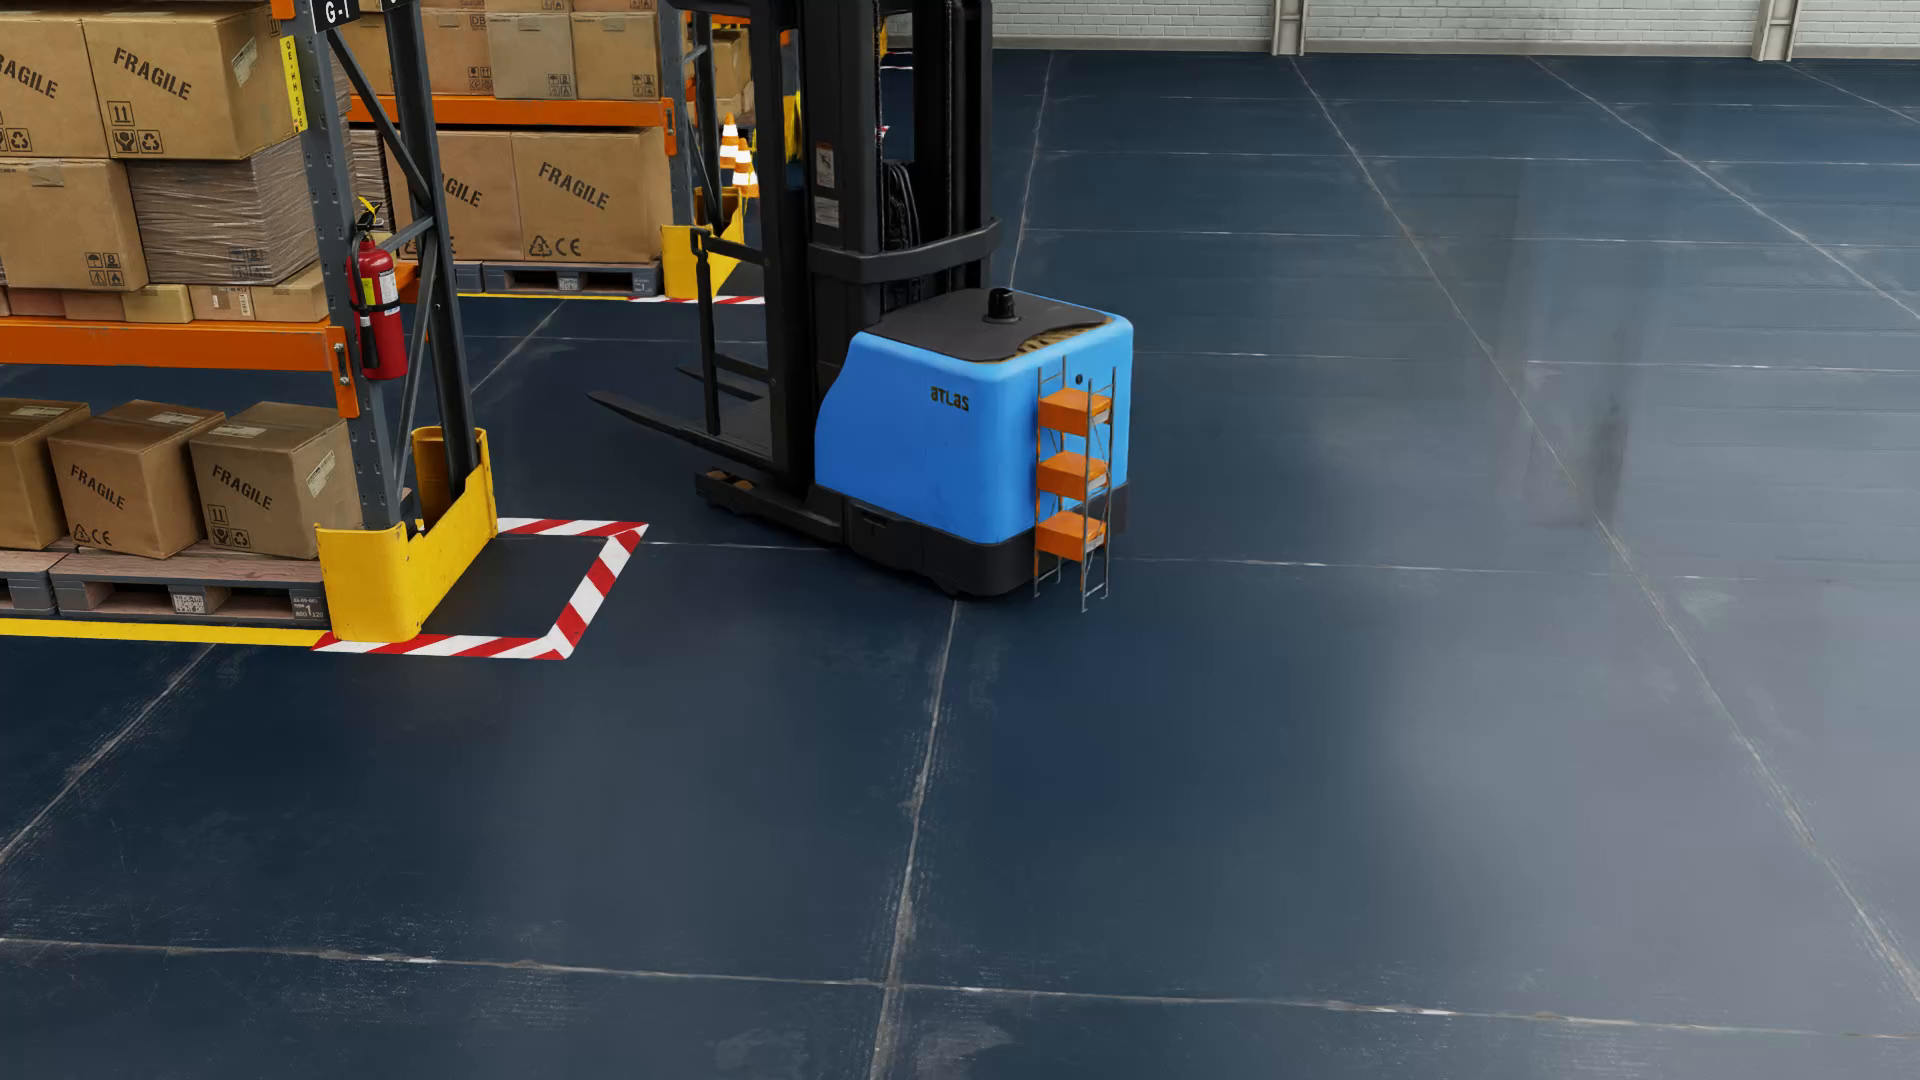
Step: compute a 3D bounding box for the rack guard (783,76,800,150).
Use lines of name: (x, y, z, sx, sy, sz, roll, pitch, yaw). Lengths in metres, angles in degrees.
rack guard: (-1.627, -4.181, 16.238, 0.348, 0.500, 1.175, 2, 25, 4)

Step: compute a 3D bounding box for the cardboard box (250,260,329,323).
cardboard box: (-2.610, -0.993, 6.619, 0.250, 0.149, 0.380, 2, 25, 4)

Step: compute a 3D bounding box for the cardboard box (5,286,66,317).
cardboard box: (-3.606, -1.027, 6.694, 0.250, 0.149, 0.380, 2, 25, 4)

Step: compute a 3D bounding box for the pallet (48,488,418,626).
pallet: (-3.193, 0.040, 7.411, 1.213, 0.211, 1.003, 2, 25, 4)

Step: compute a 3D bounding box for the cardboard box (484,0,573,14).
cardboard box: (-2.752, -3.814, 10.978, 0.550, 0.550, 0.875, 2, 25, 4)

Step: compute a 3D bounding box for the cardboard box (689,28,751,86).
cardboard box: (-2.358, -4.738, 16.348, 0.500, 0.500, 0.500, 1, 25, 2)

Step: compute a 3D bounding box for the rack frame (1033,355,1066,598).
rack frame: (0.380, -0.259, 7.057, 0.008, 1.050, 0.200, 17, 30, 33)

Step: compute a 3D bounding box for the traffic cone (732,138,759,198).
traffic cone: (-1.825, -3.164, 14.073, 0.334, 0.463, 0.336, 2, 25, 4)

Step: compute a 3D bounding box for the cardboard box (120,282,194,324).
cardboard box: (-3.112, -0.987, 6.608, 0.250, 0.149, 0.380, 2, 25, 4)

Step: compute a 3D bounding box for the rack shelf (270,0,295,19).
rack shelf: (-4.304, -2.284, 6.396, 4.000, 0.370, 1.077, 2, 25, 4)

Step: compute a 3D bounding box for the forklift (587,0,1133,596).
forklift: (-0.655, -1.593, 7.706, 3.031, 2.935, 1.130, 21, 32, 37)

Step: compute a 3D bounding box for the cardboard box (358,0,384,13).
cardboard box: (-3.838, -3.851, 11.059, 0.500, 0.550, 0.875, 2, 25, 4)

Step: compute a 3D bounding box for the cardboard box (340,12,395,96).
cardboard box: (-3.833, -3.387, 11.344, 0.500, 0.550, 0.875, 2, 25, 4)

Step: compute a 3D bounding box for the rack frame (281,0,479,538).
rack frame: (-2.310, -1.184, 6.734, 0.127, 3.000, 1.000, 2, 25, 4)

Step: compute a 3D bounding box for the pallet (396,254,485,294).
pallet: (-3.846, -2.014, 11.874, 1.213, 0.211, 1.003, 2, 25, 4)

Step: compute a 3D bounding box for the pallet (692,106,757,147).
pallet: (-2.434, -4.090, 16.387, 1.213, 0.211, 1.003, 2, 25, 4)

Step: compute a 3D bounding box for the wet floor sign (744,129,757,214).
wet floor sign: (-1.649, -3.002, 13.503, 0.232, 0.644, 0.267, -2, 25, -5)

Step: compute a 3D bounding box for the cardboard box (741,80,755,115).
cardboard box: (-2.334, -4.397, 16.504, 0.500, 0.250, 0.500, 2, 25, 4)

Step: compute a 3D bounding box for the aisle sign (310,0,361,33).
aisle sign: (-2.271, -2.238, 5.914, 0.004, 0.787, 0.394, 2, 25, 4)

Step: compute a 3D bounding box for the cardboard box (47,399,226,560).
cardboard box: (-3.530, -0.271, 7.238, 0.500, 0.500, 0.500, 8, 26, 18)

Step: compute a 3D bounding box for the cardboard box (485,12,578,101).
cardboard box: (-2.753, -3.317, 11.191, 0.550, 0.550, 0.875, 2, 25, 4)

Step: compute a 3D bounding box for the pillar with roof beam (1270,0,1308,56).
pillar with roof beam: (3.853, -8.520, 15.501, 0.400, 9.000, 9.100, 2, 25, 4)

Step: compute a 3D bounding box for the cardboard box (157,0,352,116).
cardboard box: (-2.837, -1.950, 6.727, 0.500, 0.500, 0.500, 2, 25, 4)

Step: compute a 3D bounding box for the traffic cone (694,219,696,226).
traffic cone: (-2.250, -2.704, 13.073, 0.334, 0.463, 0.336, 2, 25, 4)

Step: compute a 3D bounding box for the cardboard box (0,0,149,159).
cardboard box: (-3.376, -1.747, 6.286, 0.500, 0.500, 0.500, 2, 25, 4)

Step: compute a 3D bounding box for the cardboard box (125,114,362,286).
cardboard box: (-2.856, -1.393, 6.714, 0.500, 0.500, 0.875, 2, 25, 4)

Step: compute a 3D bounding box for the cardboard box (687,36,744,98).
cardboard box: (-2.370, -4.513, 15.860, 0.500, 0.500, 0.500, 2, 25, 4)

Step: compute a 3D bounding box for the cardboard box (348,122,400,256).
cardboard box: (-4.297, -2.525, 11.688, 0.875, 0.875, 0.875, 2, 25, 4)

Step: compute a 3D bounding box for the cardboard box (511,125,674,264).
cardboard box: (-2.511, -2.467, 11.563, 0.875, 0.875, 0.875, 2, 25, 4)

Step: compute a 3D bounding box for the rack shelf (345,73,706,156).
rack shelf: (-3.824, -2.985, 11.509, 4.000, 0.370, 1.077, 2, 25, 4)

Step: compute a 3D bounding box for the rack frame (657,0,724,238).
rack frame: (-1.829, -3.248, 11.220, 0.127, 3.000, 1.000, 2, 25, 4)

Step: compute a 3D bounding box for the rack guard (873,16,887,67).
rack guard: (-1.151, -6.247, 20.727, 0.348, 0.500, 1.175, 2, 25, 4)

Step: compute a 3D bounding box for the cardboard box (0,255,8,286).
cardboard box: (-3.859, -1.393, 6.714, 0.500, 0.500, 0.875, 2, 25, 4)

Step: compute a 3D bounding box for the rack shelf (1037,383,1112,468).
rack shelf: (0.478, -0.477, 6.877, 0.240, 0.259, 0.215, 17, 30, 33)

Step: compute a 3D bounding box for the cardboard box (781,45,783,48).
cardboard box: (-2.163, -6.228, 20.483, 0.500, 0.250, 0.500, 2, 25, 4)

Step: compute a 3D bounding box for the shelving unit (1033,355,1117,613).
shelving unit: (0.478, -0.229, 6.991, 0.252, 1.050, 0.215, 17, 30, 33)

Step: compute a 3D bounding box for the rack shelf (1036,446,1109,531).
rack shelf: (0.478, -0.219, 6.995, 0.240, 0.259, 0.215, 17, 30, 33)
